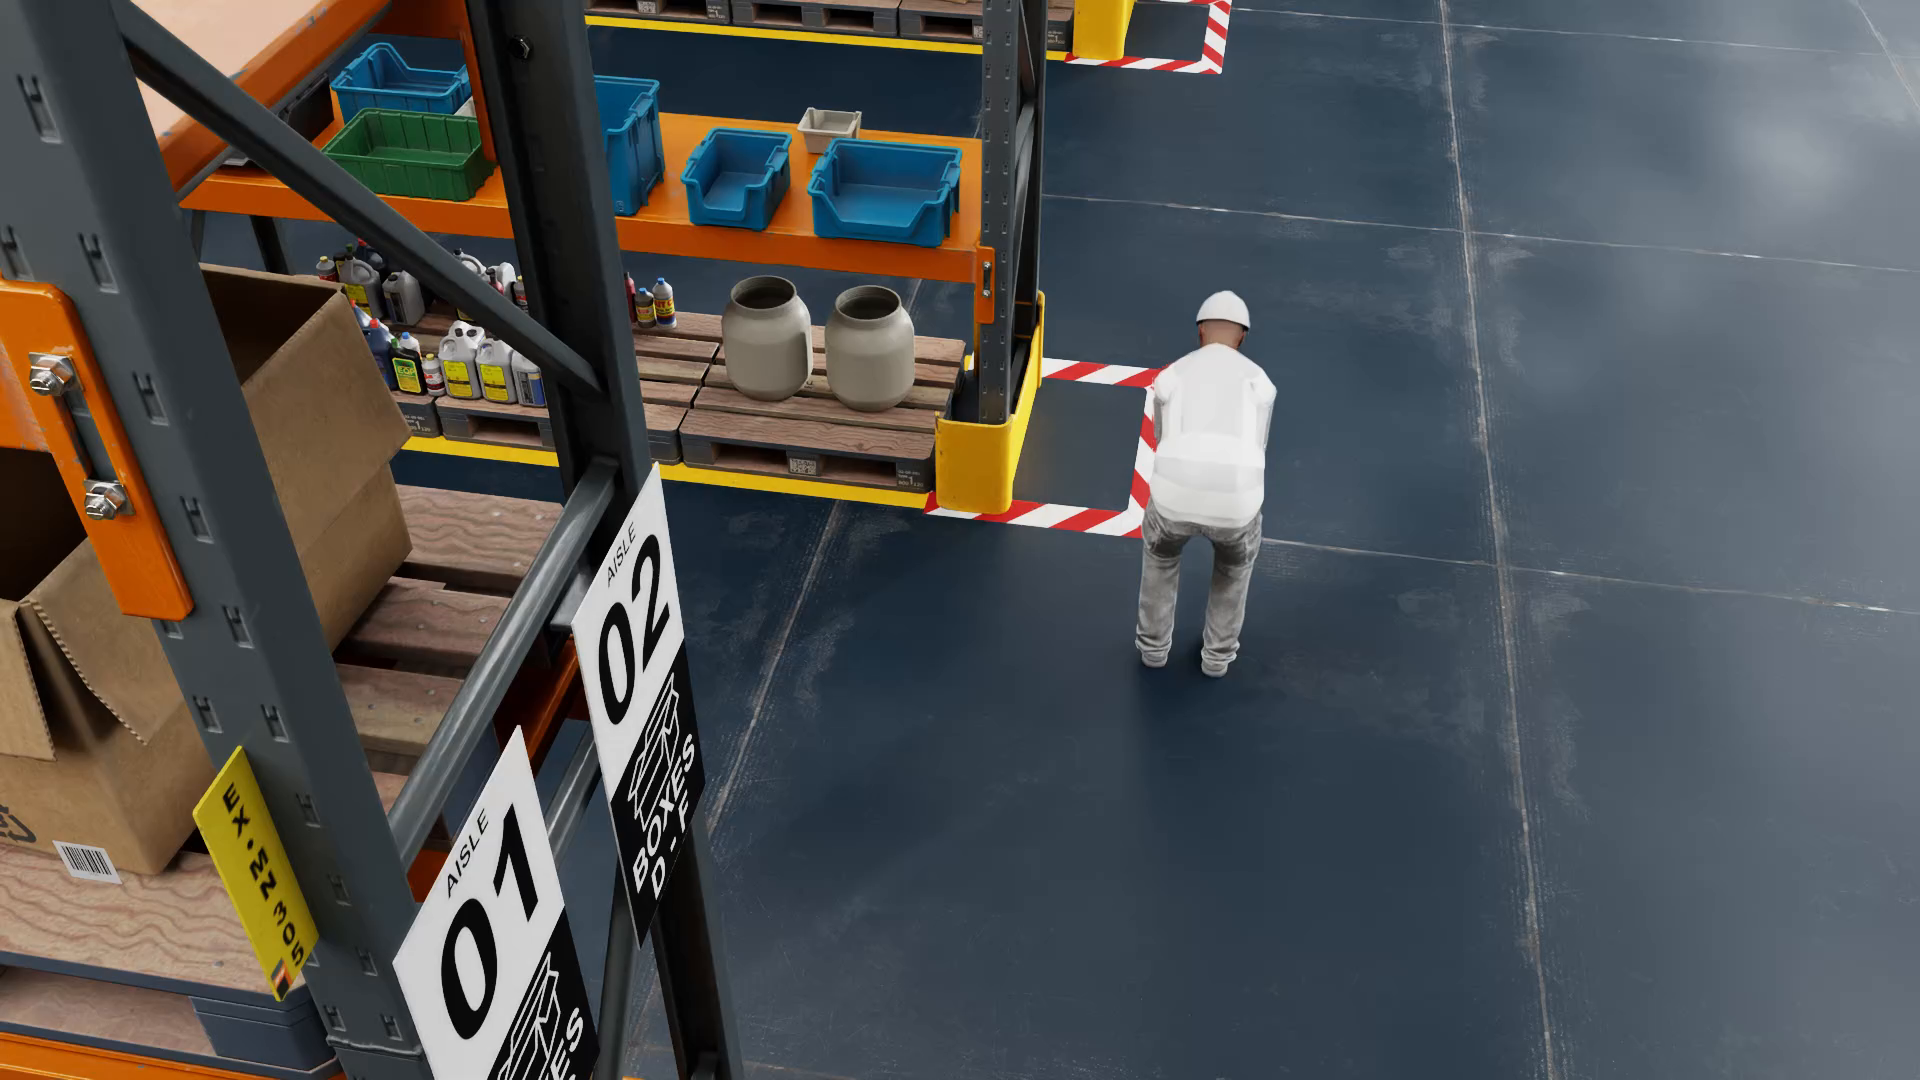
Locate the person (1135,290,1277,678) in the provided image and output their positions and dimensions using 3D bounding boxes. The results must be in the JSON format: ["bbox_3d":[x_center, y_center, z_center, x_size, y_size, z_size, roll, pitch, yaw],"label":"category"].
[{"bbox_3d":[0.981,-0.202,6.672,0.486,1.404,0.903,7,41,8],"label":"person"}]
